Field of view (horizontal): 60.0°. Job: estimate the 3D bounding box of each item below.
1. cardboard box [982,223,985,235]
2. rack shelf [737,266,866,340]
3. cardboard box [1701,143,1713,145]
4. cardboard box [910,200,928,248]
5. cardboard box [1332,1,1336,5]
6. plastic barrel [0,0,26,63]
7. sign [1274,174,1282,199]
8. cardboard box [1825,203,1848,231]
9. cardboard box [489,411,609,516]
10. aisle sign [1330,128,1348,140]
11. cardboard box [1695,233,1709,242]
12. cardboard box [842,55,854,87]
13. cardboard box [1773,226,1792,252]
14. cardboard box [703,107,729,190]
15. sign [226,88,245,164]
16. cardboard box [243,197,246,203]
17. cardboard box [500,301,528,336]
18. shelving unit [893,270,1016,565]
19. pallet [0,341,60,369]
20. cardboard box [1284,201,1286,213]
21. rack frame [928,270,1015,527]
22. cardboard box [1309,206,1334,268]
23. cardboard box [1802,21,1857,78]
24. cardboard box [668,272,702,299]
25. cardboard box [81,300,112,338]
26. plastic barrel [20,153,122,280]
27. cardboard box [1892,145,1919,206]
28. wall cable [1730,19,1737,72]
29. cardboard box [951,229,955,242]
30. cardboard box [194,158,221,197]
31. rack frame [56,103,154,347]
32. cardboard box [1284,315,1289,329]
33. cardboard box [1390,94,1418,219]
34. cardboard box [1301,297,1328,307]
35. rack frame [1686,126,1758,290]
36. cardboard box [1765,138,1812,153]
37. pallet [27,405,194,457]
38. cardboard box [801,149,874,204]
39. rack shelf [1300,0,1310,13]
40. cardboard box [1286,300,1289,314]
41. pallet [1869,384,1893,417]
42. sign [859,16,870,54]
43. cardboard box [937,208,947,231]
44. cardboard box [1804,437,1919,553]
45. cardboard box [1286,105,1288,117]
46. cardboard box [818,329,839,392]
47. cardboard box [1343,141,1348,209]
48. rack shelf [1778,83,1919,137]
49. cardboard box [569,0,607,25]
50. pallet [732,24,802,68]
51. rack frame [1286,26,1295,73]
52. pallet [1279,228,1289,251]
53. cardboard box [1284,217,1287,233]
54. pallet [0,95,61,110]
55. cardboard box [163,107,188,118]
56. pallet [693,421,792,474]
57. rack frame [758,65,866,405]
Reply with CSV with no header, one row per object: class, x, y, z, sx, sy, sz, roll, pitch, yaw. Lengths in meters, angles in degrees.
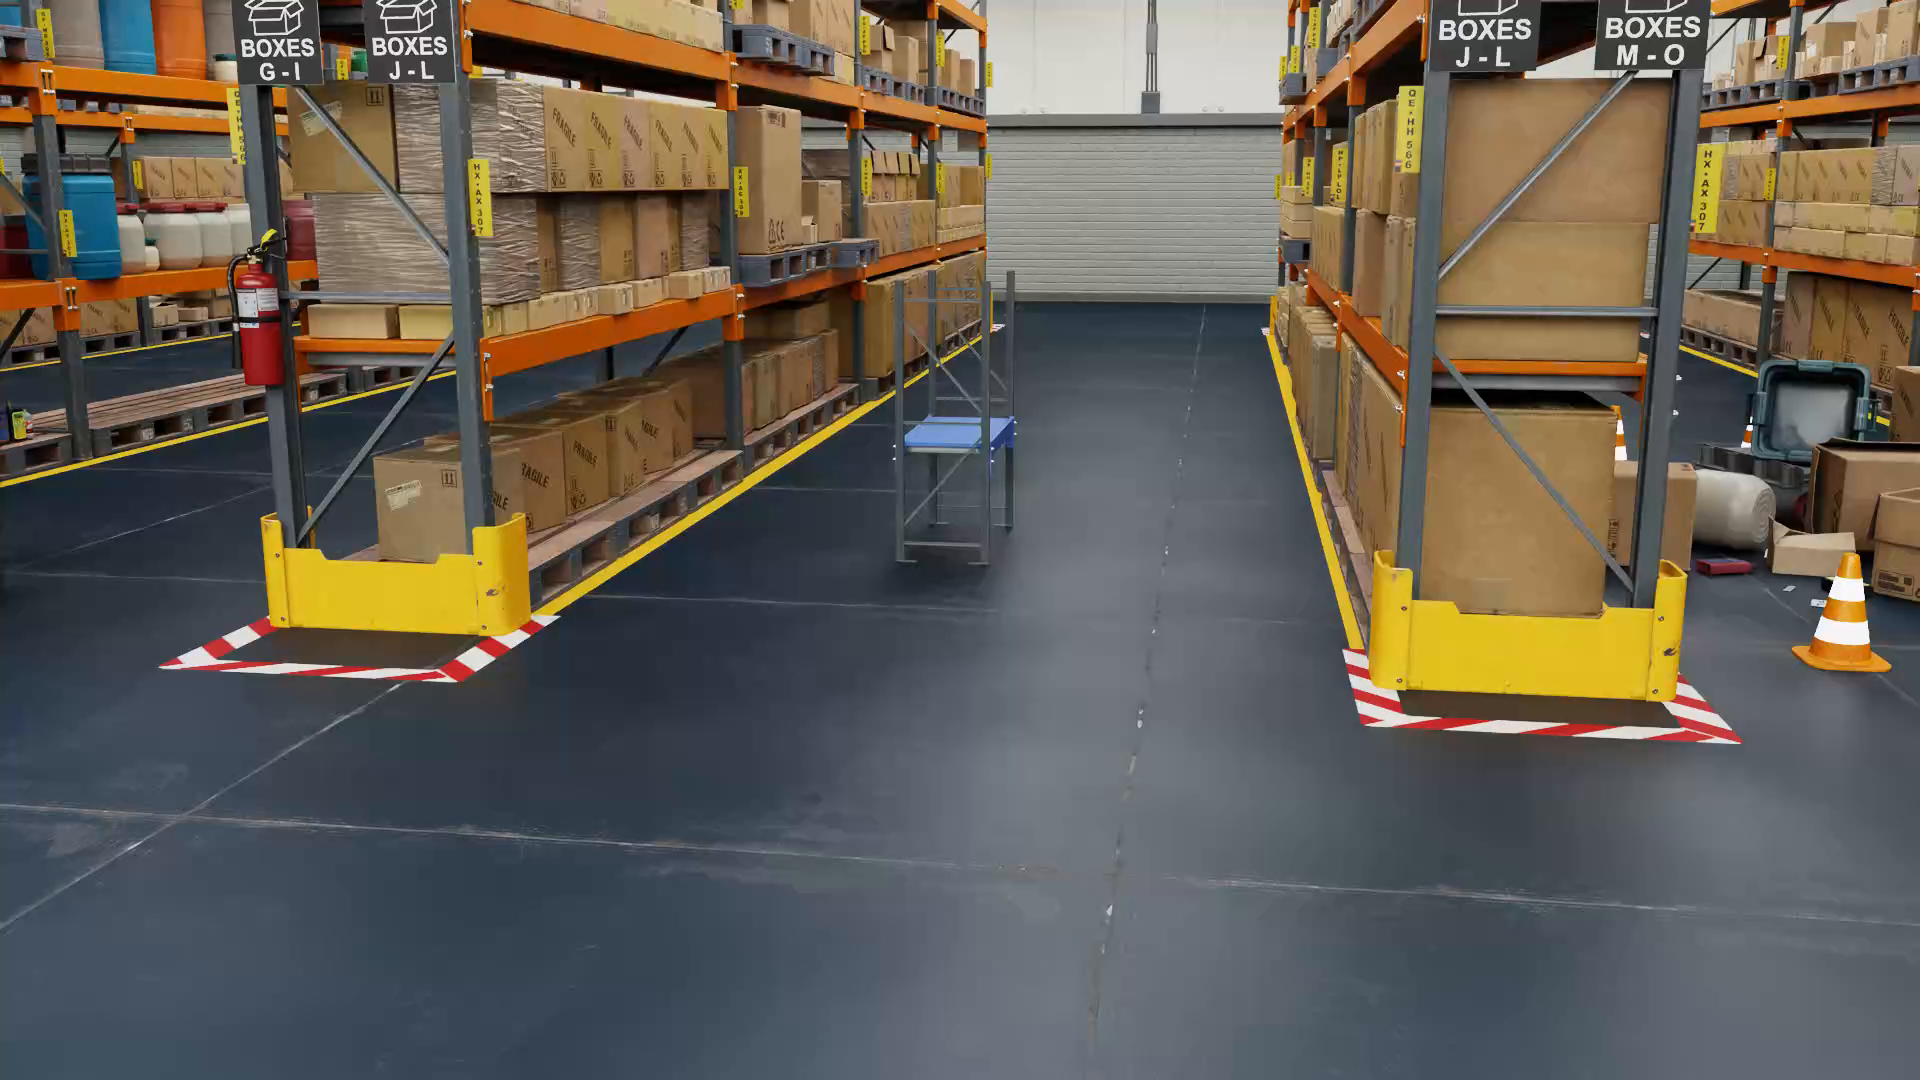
cardboard box,0.125,-4.193,22.424,0.380,0.149,0.250,2,12,10
rack shelf,-1.684,-1.967,13.208,1.077,0.370,4.000,2,12,9
cardboard box,9.172,-4.706,20.061,0.380,0.149,0.250,1,12,7
cardboard box,-0.646,-3.408,17.947,0.500,0.500,0.500,2,12,10
cardboard box,3.315,-4.535,14.243,0.396,0.266,0.258,2,12,9
plastic barrel,-7.022,-3.887,12.100,0.600,0.901,0.708,2,12,9
sign,4.203,-4.659,21.938,0.100,0.325,0.005,2,12,9
cardboard box,8.453,-3.016,15.538,0.500,0.250,0.500,2,12,7
cardboard box,-2.321,-0.438,9.341,0.500,0.500,0.500,3,13,14
aisle sign,5.047,-5.495,21.700,0.394,0.787,0.004,2,12,9
cardboard box,9.142,-3.826,19.889,0.500,0.500,0.500,2,12,8
cardboard box,-1.207,-4.021,14.268,0.500,0.250,0.500,2,12,9
cardboard box,8.703,-3.090,17.068,0.500,0.250,0.500,2,12,7
cardboard box,-1.789,-2.483,10.577,0.500,0.500,0.500,2,12,9
sign,-3.152,-1.812,7.284,0.100,0.325,0.005,2,12,9
cardboard box,-9.892,-4.457,22.818,0.500,0.500,0.500,2,12,9
cardboard box,-2.270,-1.050,7.841,0.380,0.149,0.250,2,12,9
shelving unit,-0.013,-0.715,9.253,0.538,1.500,1.048,2,12,9
pallet,-10.822,-2.101,18.741,1.003,0.211,1.213,2,12,9
cardboard box,3.453,-3.329,16.712,0.380,0.149,0.250,2,12,11
rack frame,0.065,-0.821,9.744,0.500,1.500,0.032,2,12,9
cardboard box,3.173,-2.517,13.817,0.500,0.500,0.500,2,12,9
cardboard box,8.609,-4.793,16.259,0.500,0.500,0.500,2,12,8
cardboard box,-1.808,-1.568,10.244,0.380,0.149,0.250,2,12,9
cardboard box,-10.426,-2.668,19.642,0.500,0.500,0.500,2,12,9
plastic barrel,-6.527,-2.378,12.220,0.600,0.901,0.708,2,12,9
cardboard box,8.237,-3.068,13.997,0.500,0.500,0.500,2,12,7
wall cable,10.985,-8.180,26.091,2.355,3.000,0.029,2,12,9
cardboard box,-0.268,-3.660,19.952,0.380,0.149,0.250,2,12,7
cardboard box,-10.040,-4.730,21.713,0.500,0.500,0.500,2,12,7
rack frame,-10.549,-3.889,20.421,1.000,3.000,0.127,2,12,9
cardboard box,3.888,-2.476,18.924,0.380,0.149,0.250,1,12,6
cardboard box,2.368,-1.683,7.261,0.875,0.550,0.550,2,12,9
cardboard box,3.355,-2.054,15.061,0.500,0.250,0.500,2,12,7
rack frame,9.646,-4.079,21.301,1.000,3.000,0.127,2,12,9
cardboard box,8.764,-4.176,17.599,0.380,0.149,0.250,2,12,7
pallet,-6.803,-0.864,13.003,1.003,0.211,1.213,2,12,9
cardboard box,-1.248,-3.426,15.652,0.797,0.503,0.637,2,12,11
rack shelf,3.817,-5.355,15.638,1.077,0.370,4.000,2,12,9
cardboard box,3.953,-2.677,19.155,0.380,0.149,0.250,2,12,8
pallet,8.612,-1.212,14.618,1.003,0.211,1.213,2,12,9
sign,-0.840,-4.436,14.610,0.100,0.325,0.005,2,12,9
cardboard box,-0.430,-3.729,19.327,0.500,0.250,0.500,2,12,8
cardboard box,5.090,-0.237,9.077,0.797,0.637,0.503,2,12,9
cardboard box,4.333,-5.417,20.745,0.500,0.250,0.500,2,12,10
cardboard box,-1.459,-1.588,14.631,0.700,0.500,0.500,1,12,6
cardboard box,3.199,-2.679,12.194,0.700,0.500,0.500,2,12,8
rack shelf,8.723,-3.945,15.266,1.077,0.370,4.000,2,12,9
cardboard box,-2.124,-2.765,8.440,0.500,0.250,0.500,2,12,8
pallet,-1.791,-3.402,11.484,1.213,0.211,1.003,2,12,9
rack frame,4.740,-7.151,21.316,1.000,3.000,0.127,2,12,9
pallet,3.863,-3.138,17.388,1.003,0.211,1.213,2,12,9
cardboard box,3.372,-3.077,16.250,0.380,0.149,0.250,1,12,6
pallet,-10.875,-4.914,18.503,1.213,0.211,1.003,2,12,9
cardboard box,-10.149,-5.480,21.035,0.500,0.250,0.500,2,12,9
pallet,-1.873,-0.701,12.246,1.003,0.211,1.213,2,12,9
rack frame,-1.376,-2.735,15.064,1.000,3.000,0.127,2,12,9
